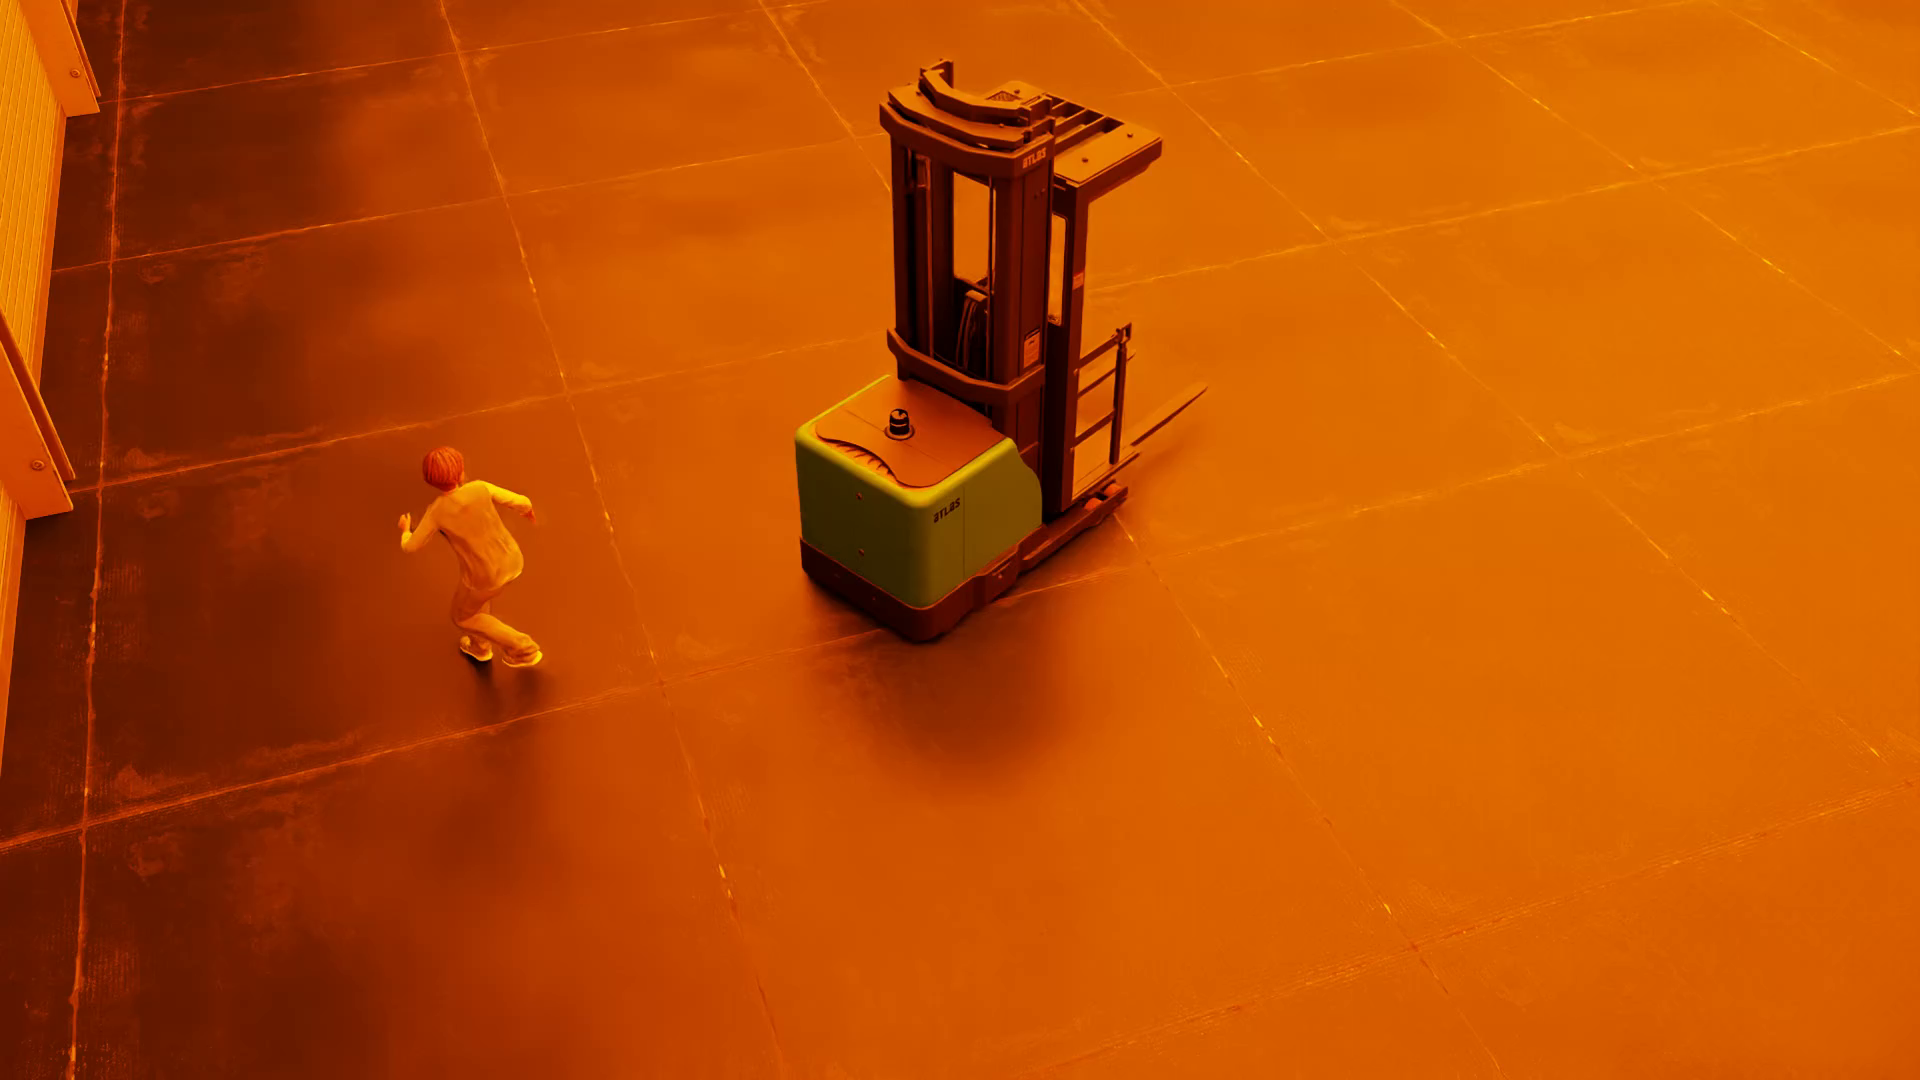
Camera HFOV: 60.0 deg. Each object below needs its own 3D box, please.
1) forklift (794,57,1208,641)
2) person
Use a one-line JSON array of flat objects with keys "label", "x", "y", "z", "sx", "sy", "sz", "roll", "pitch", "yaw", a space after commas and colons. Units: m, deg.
[{"label": "forklift", "x": 0.408, "y": -1.414, "z": 9.681, "sx": 1.130, "sy": 2.935, "sz": 3.031, "roll": 30, "pitch": 48, "yaw": 31}, {"label": "person", "x": -2.634, "y": 0.060, "z": 9.070, "sx": 0.770, "sy": 1.478, "sz": 0.745, "roll": 25, "pitch": 46, "yaw": 27}]
